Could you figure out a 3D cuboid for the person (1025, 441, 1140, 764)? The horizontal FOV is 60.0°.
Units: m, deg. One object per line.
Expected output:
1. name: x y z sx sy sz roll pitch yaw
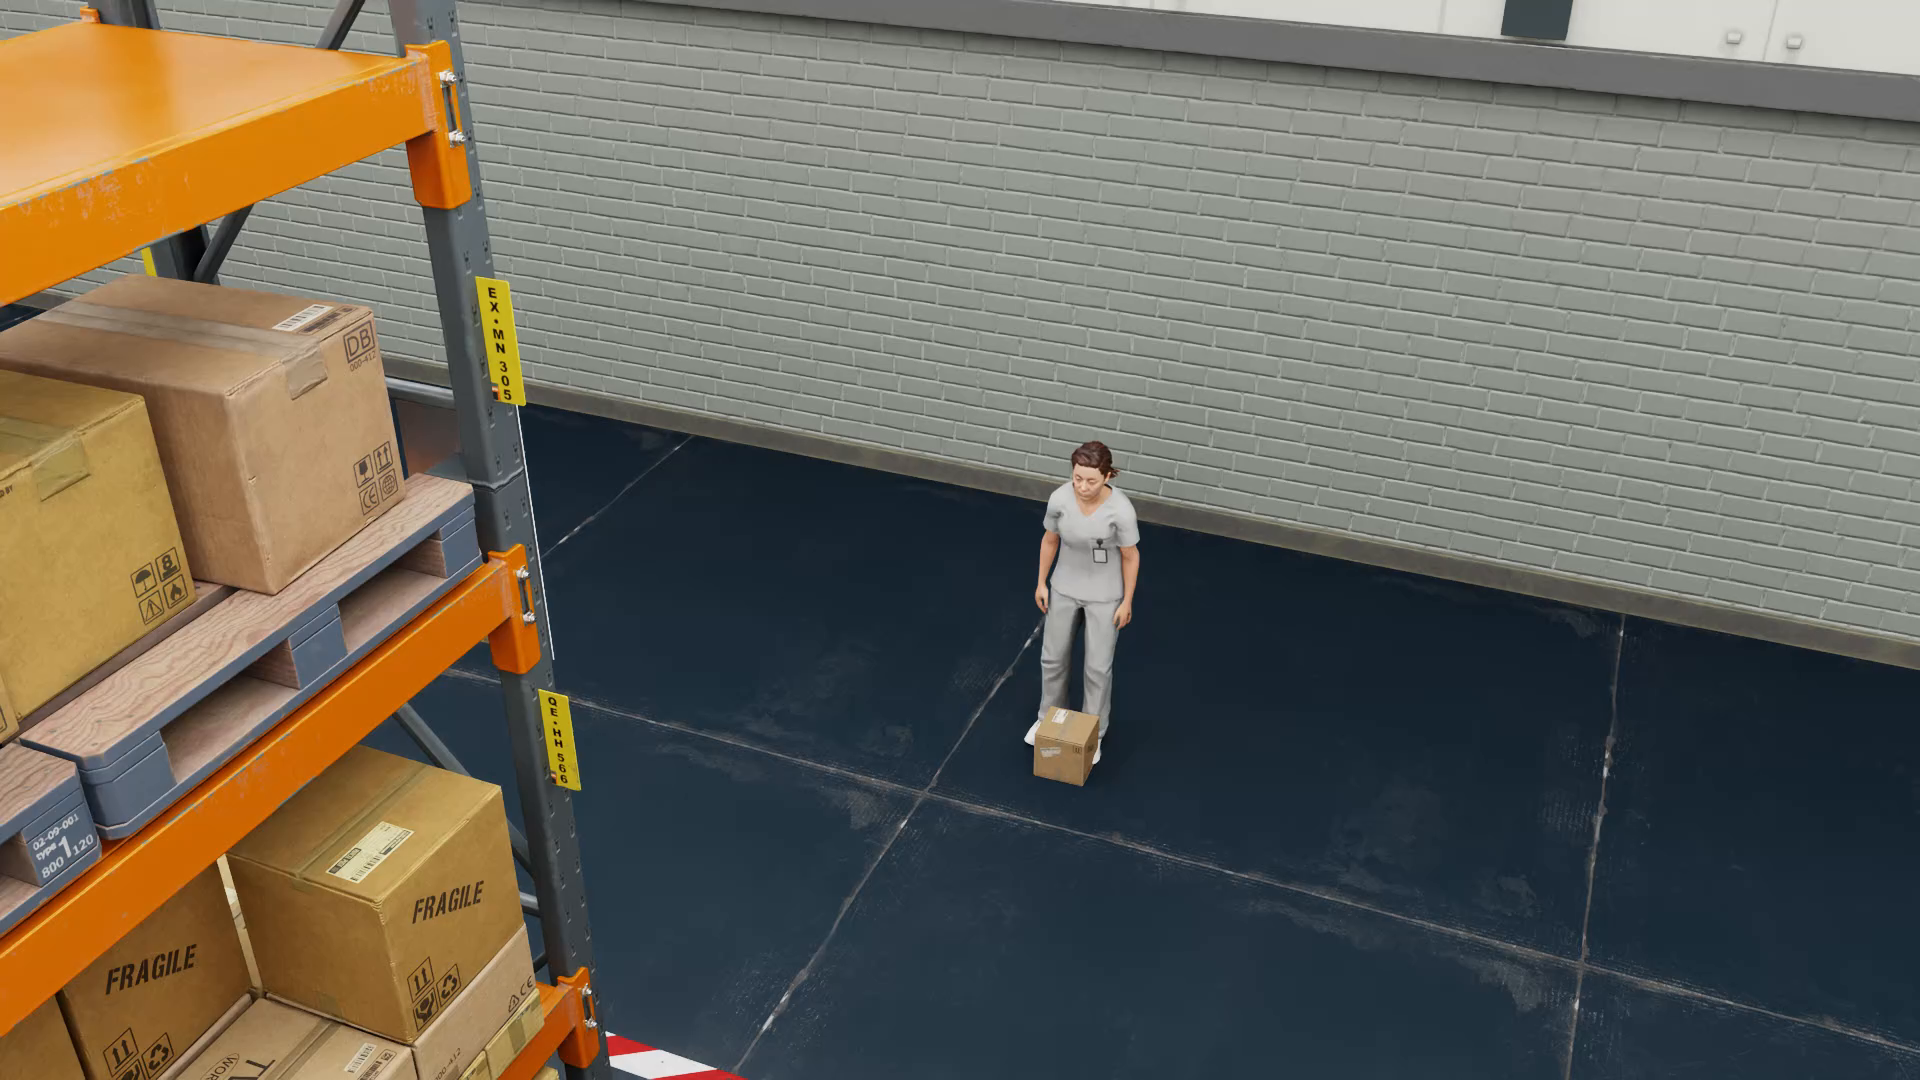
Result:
1. person: 0.590 0.277 7.908 0.486 1.673 0.406 12 32 19
